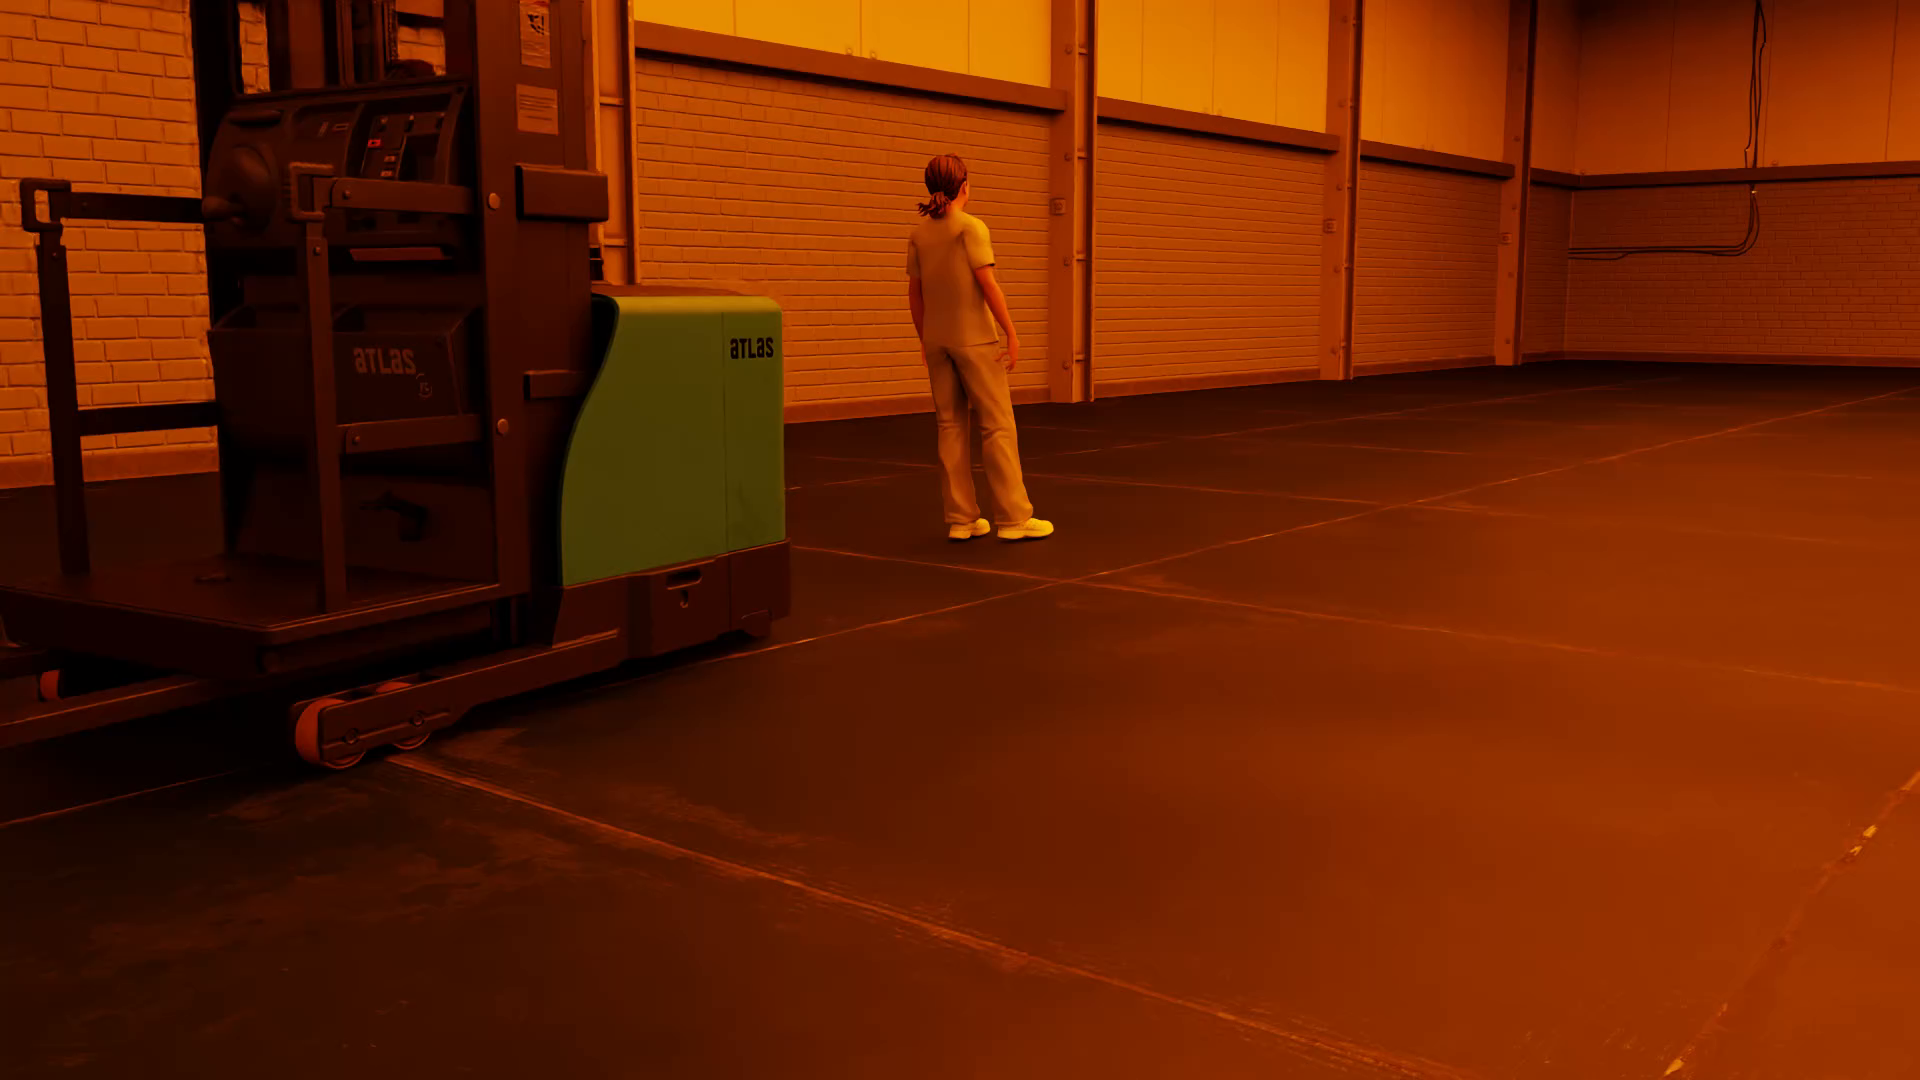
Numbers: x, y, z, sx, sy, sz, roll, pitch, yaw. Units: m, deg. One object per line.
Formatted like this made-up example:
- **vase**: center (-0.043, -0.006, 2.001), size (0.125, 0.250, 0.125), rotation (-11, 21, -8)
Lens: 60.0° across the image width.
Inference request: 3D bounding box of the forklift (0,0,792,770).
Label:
- **forklift**: center (-1.723, -0.999, 4.110), size (1.130, 2.935, 3.031), rotation (5, 10, 30)

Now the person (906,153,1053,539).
- **person**: center (0.057, -0.843, 7.331), size (0.549, 1.675, 0.549), rotation (7, 11, 38)
